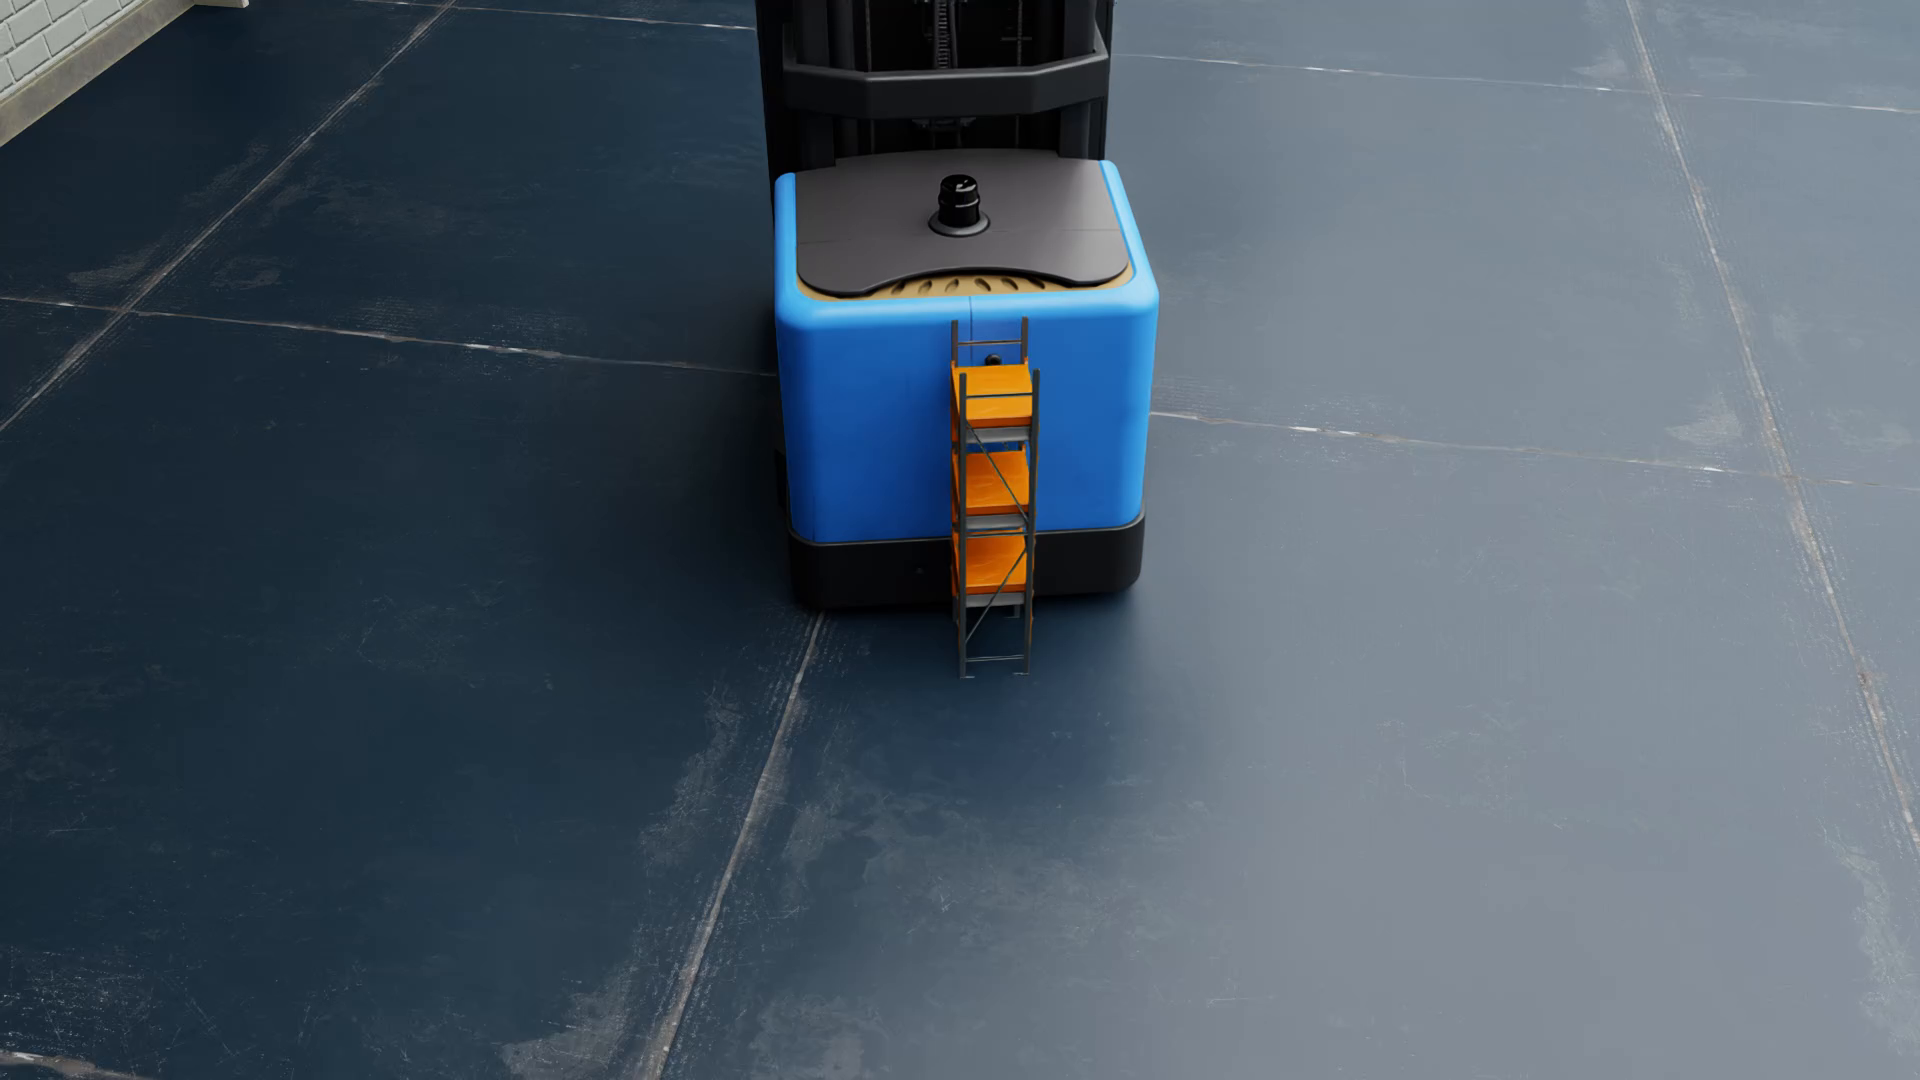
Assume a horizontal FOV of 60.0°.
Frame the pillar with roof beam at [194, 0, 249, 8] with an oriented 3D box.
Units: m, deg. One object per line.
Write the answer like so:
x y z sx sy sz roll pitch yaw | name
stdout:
0.434 -5.876 5.295 9.100 9.000 0.400 6 40 8 | pillar with roof beam

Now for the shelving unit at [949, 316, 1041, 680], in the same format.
0.088 -0.089 4.534 0.215 1.050 0.252 -3 40 -4 | shelving unit

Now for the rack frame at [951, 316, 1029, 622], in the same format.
0.077 -0.167 4.628 0.200 1.050 0.008 -3 40 -4 | rack frame

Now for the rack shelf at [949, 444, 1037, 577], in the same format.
0.088 -0.081 4.541 0.215 0.259 0.240 -3 40 -4 | rack shelf

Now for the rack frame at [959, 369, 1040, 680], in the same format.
0.098 -0.012 4.440 0.200 1.050 0.008 -3 40 -4 | rack frame

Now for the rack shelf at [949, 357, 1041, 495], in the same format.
0.088 -0.300 4.360 0.215 0.259 0.240 -3 40 -4 | rack shelf

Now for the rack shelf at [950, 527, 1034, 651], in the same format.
0.088 0.133 4.718 0.215 0.259 0.240 -3 40 -4 | rack shelf

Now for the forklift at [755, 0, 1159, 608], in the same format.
-0.098 -1.858 5.197 1.130 2.935 3.031 -3 40 -4 | forklift
